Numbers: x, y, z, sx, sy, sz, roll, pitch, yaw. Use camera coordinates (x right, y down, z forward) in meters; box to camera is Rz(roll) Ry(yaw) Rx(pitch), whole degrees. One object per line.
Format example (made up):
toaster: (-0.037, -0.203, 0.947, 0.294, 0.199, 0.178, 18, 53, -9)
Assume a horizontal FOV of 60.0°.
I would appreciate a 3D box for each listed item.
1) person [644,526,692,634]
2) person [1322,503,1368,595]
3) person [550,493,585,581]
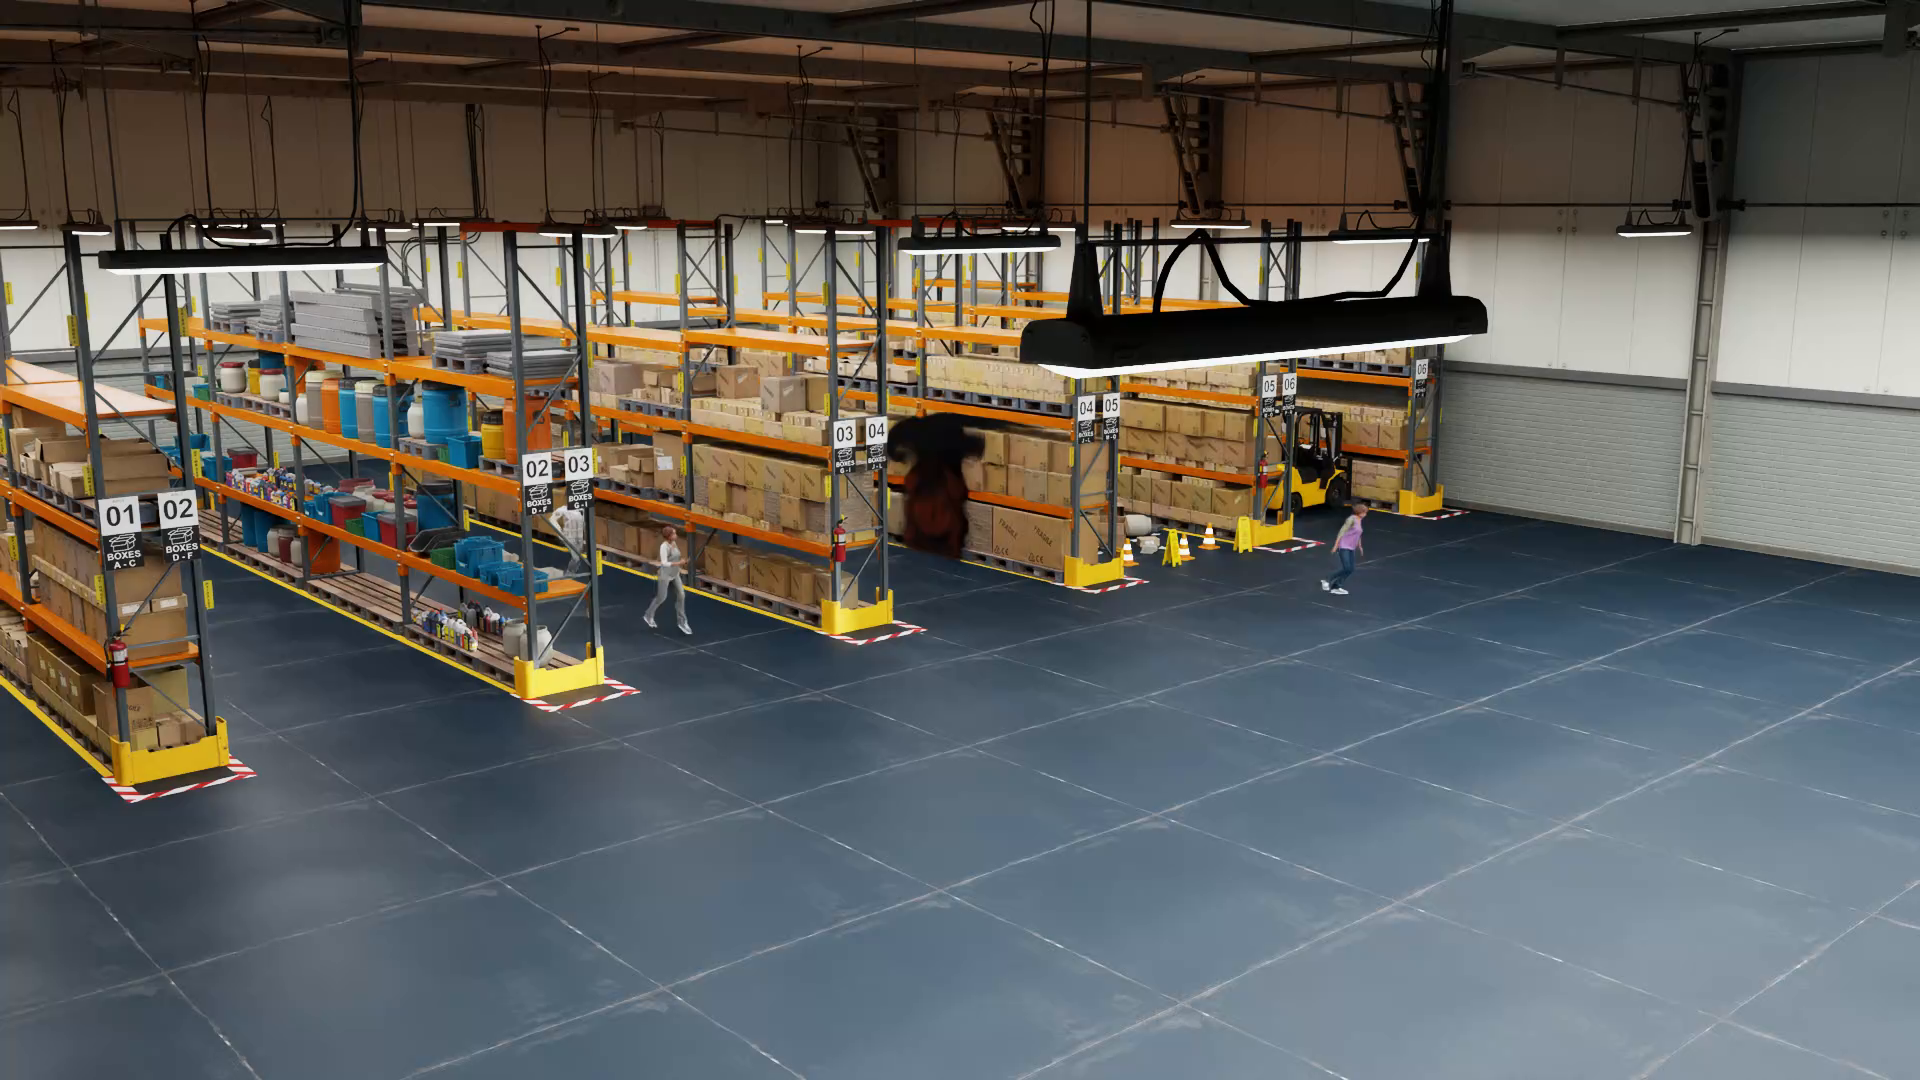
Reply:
person: (-4.386, 0.582, 24.849, 0.825, 1.625, 0.499, 6, 13, 26)
person: (6.318, 0.152, 27.282, 0.606, 1.505, 0.661, 8, 14, 35)
person: (-6.433, -0.021, 27.739, 0.630, 1.677, 0.639, -10, 15, -40)
